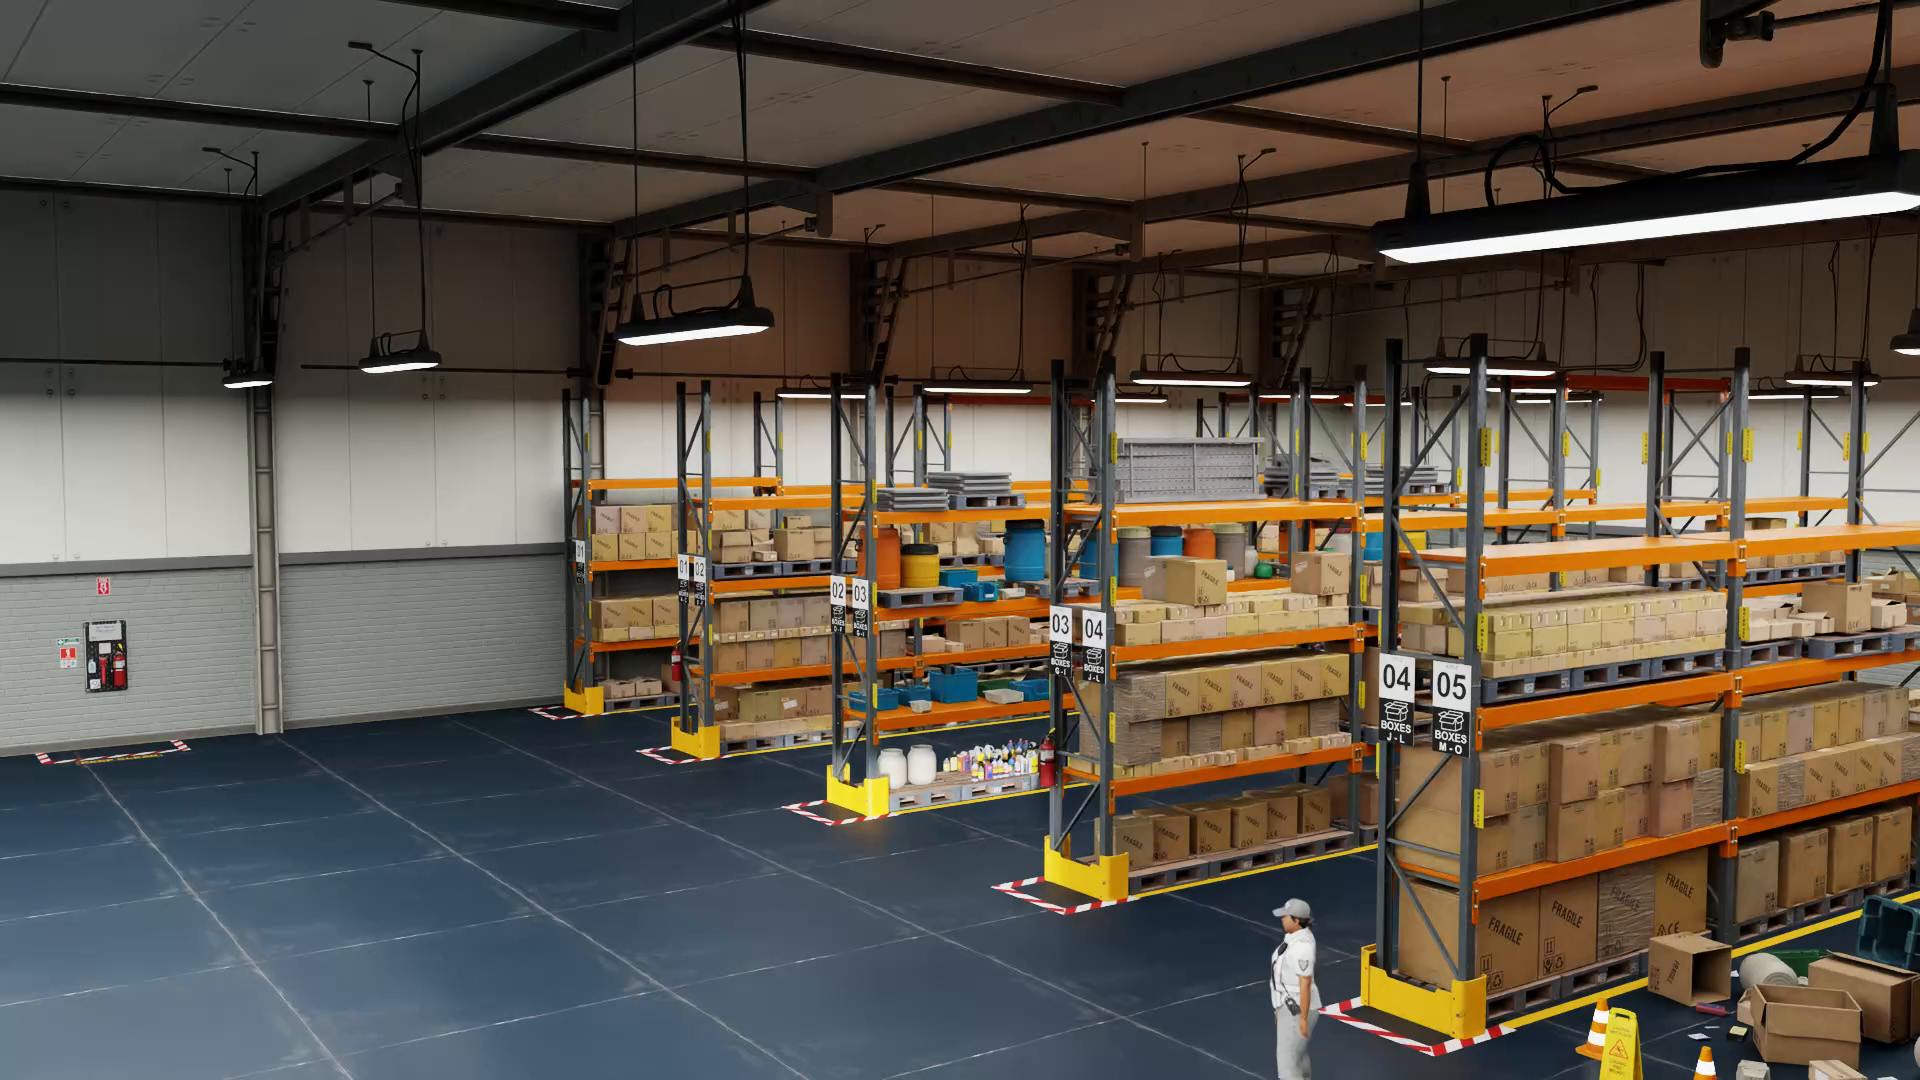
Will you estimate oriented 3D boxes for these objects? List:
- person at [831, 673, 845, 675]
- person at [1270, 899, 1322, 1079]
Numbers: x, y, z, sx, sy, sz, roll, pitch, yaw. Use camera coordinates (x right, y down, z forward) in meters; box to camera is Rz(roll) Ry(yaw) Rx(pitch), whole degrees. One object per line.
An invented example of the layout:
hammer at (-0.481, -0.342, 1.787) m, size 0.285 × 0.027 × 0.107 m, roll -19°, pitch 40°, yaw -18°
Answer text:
person at (-2.169, 2.329, 30.295) m, size 0.564 × 1.782 × 0.378 m, roll -2°, pitch 4°, yaw -23°
person at (2.470, 3.537, 12.430) m, size 0.459 × 1.679 × 0.620 m, roll 1°, pitch 4°, yaw 10°
